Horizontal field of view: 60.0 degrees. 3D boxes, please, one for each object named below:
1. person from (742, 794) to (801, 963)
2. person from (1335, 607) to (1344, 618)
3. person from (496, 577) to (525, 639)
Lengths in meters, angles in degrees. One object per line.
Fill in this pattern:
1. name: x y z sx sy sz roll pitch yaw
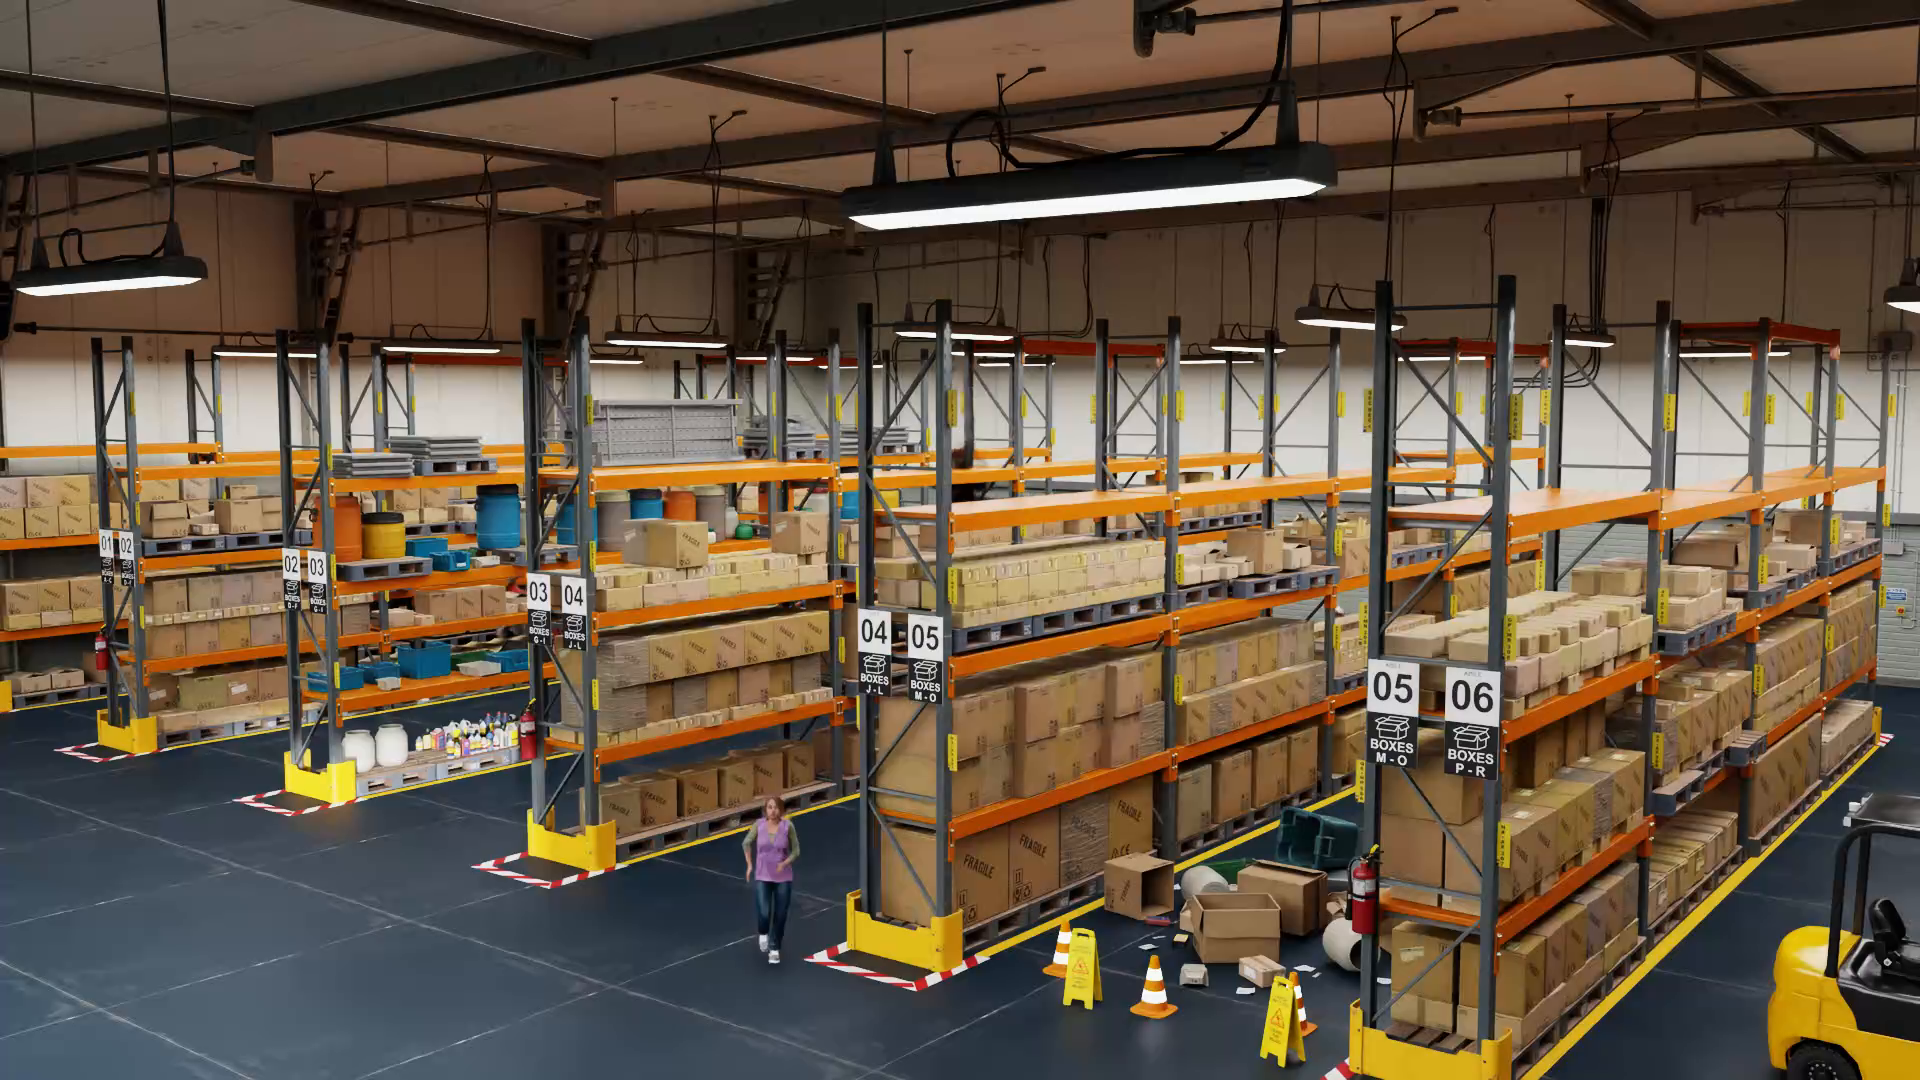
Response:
1. person: -1.700 3.079 15.020 0.524 1.559 0.539 -1 5 -7
2. person: 6.080 1.952 26.617 0.671 1.797 1.001 4 6 39
3. person: -8.613 1.504 31.941 0.653 1.748 0.902 4 6 39
